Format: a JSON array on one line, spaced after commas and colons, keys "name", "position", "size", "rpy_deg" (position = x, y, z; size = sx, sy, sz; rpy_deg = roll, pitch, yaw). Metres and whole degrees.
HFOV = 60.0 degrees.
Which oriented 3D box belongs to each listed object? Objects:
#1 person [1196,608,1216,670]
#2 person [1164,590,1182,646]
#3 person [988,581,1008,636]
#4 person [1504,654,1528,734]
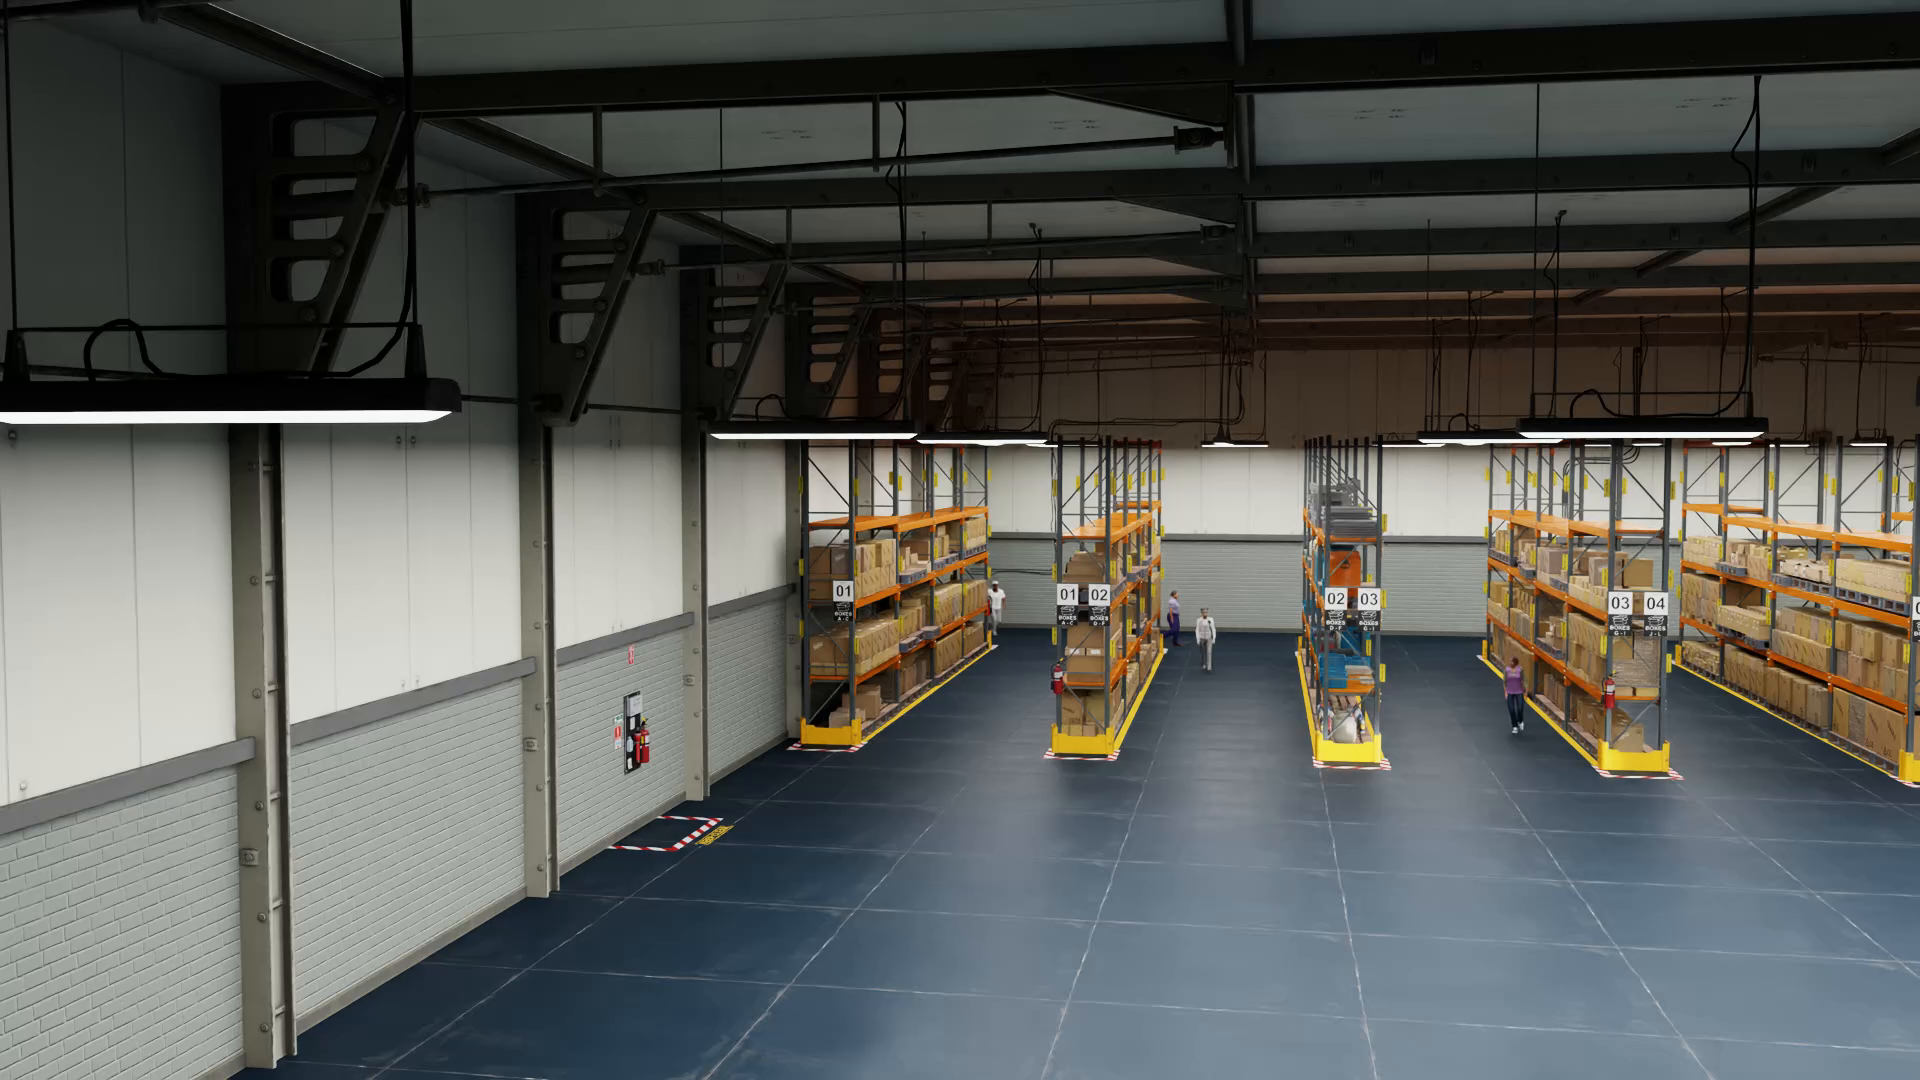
[{"name": "person", "position": [6.341, 2.565, 43.058], "size": [0.507, 1.617, 1.029], "rpy_deg": [2, 3, 27]}, {"name": "person", "position": [6.214, 2.276, 48.391], "size": [0.462, 1.646, 0.563], "rpy_deg": [2, 4, 34]}, {"name": "person", "position": [1.186, 2.110, 51.134], "size": [0.748, 1.703, 0.583], "rpy_deg": [-1, 3, -25]}, {"name": "person", "position": [11.264, 3.139, 33.692], "size": [0.506, 1.664, 0.314], "rpy_deg": [2, 4, 35]}]
